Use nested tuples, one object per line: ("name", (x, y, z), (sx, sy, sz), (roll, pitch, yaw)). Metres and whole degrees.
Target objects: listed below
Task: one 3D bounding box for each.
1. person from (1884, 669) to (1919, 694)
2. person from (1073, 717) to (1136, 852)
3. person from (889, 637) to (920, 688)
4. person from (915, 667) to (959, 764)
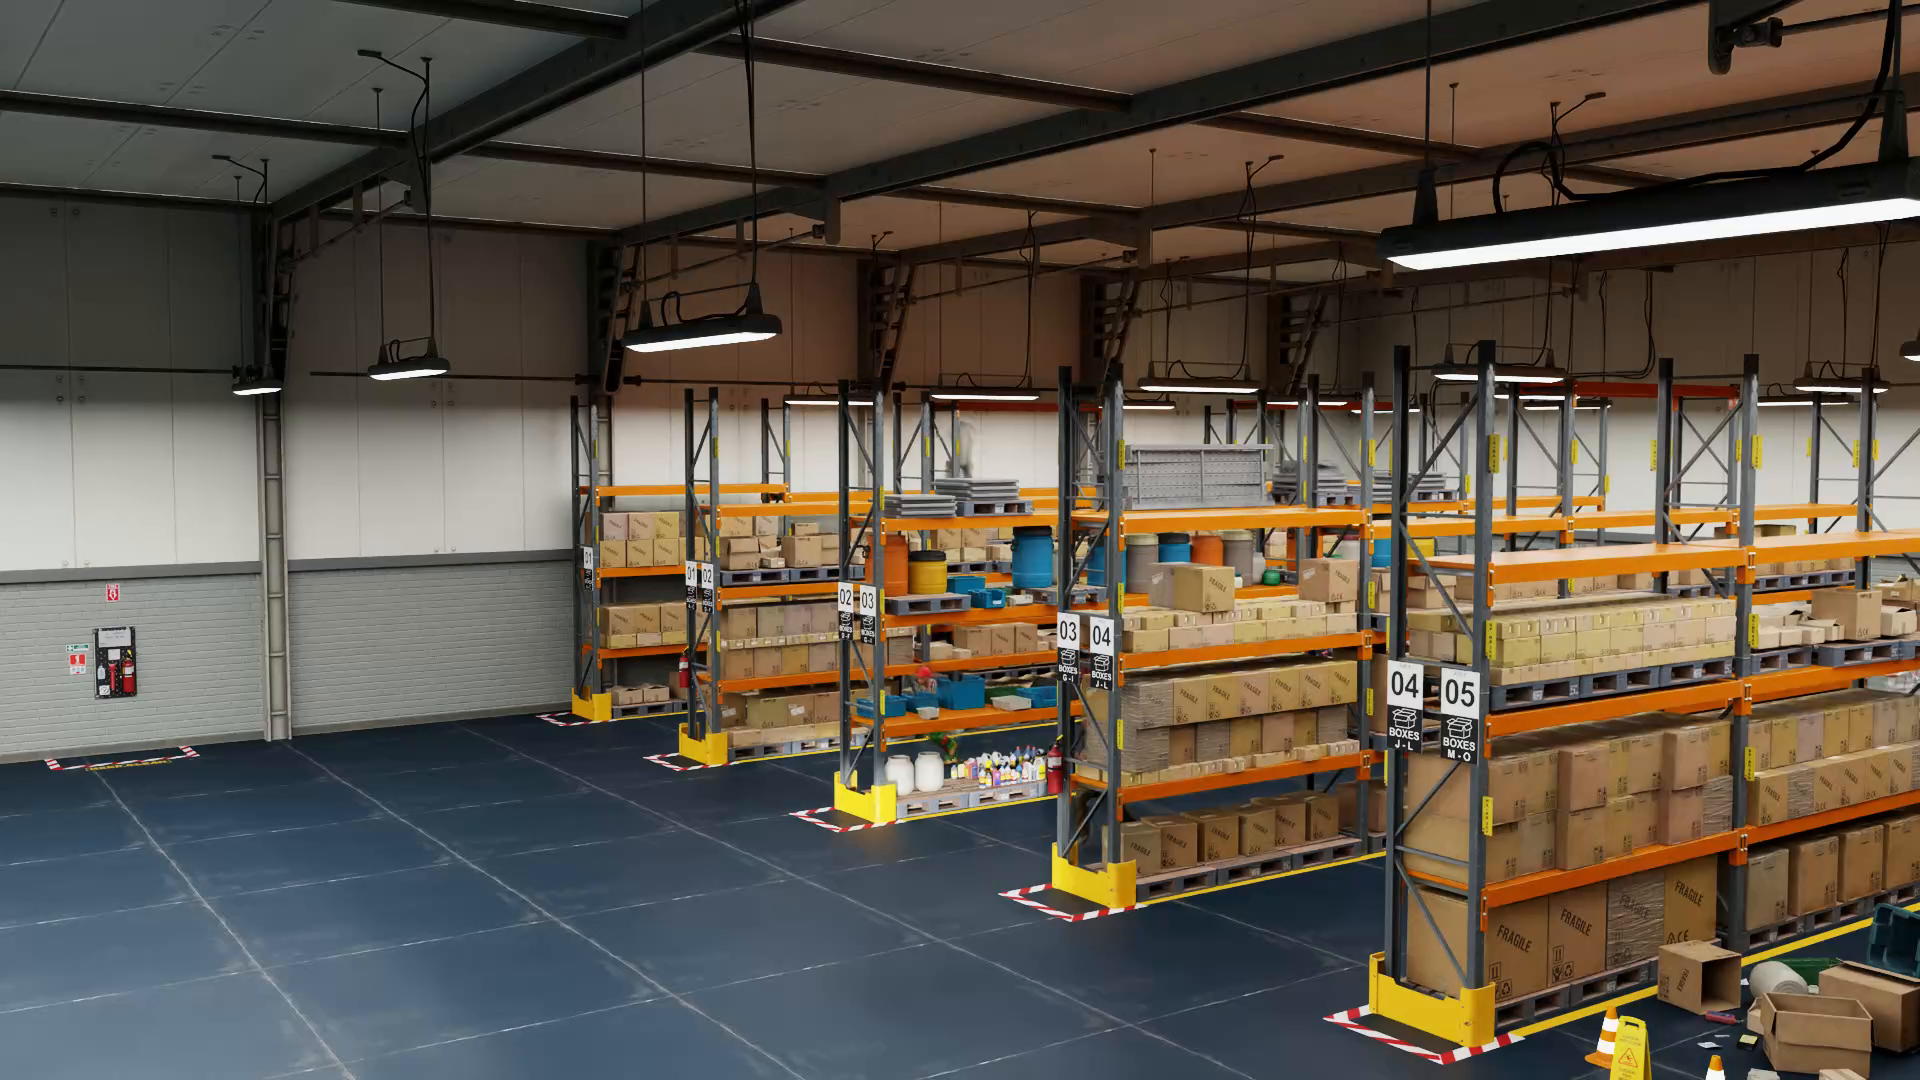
("person", (15.994, 2.567, 28.260), (0.657, 1.843, 0.875), (1, 3, 9))
("person", (1.842, 3.037, 20.998), (1.046, 1.801, 0.700), (-3, 4, -37))
("person", (-1.063, 2.358, 31.796), (0.984, 1.802, 0.713), (-2, 4, -29))
("person", (-0.342, 2.786, 26.270), (0.841, 1.594, 0.697), (-2, 4, -35))
